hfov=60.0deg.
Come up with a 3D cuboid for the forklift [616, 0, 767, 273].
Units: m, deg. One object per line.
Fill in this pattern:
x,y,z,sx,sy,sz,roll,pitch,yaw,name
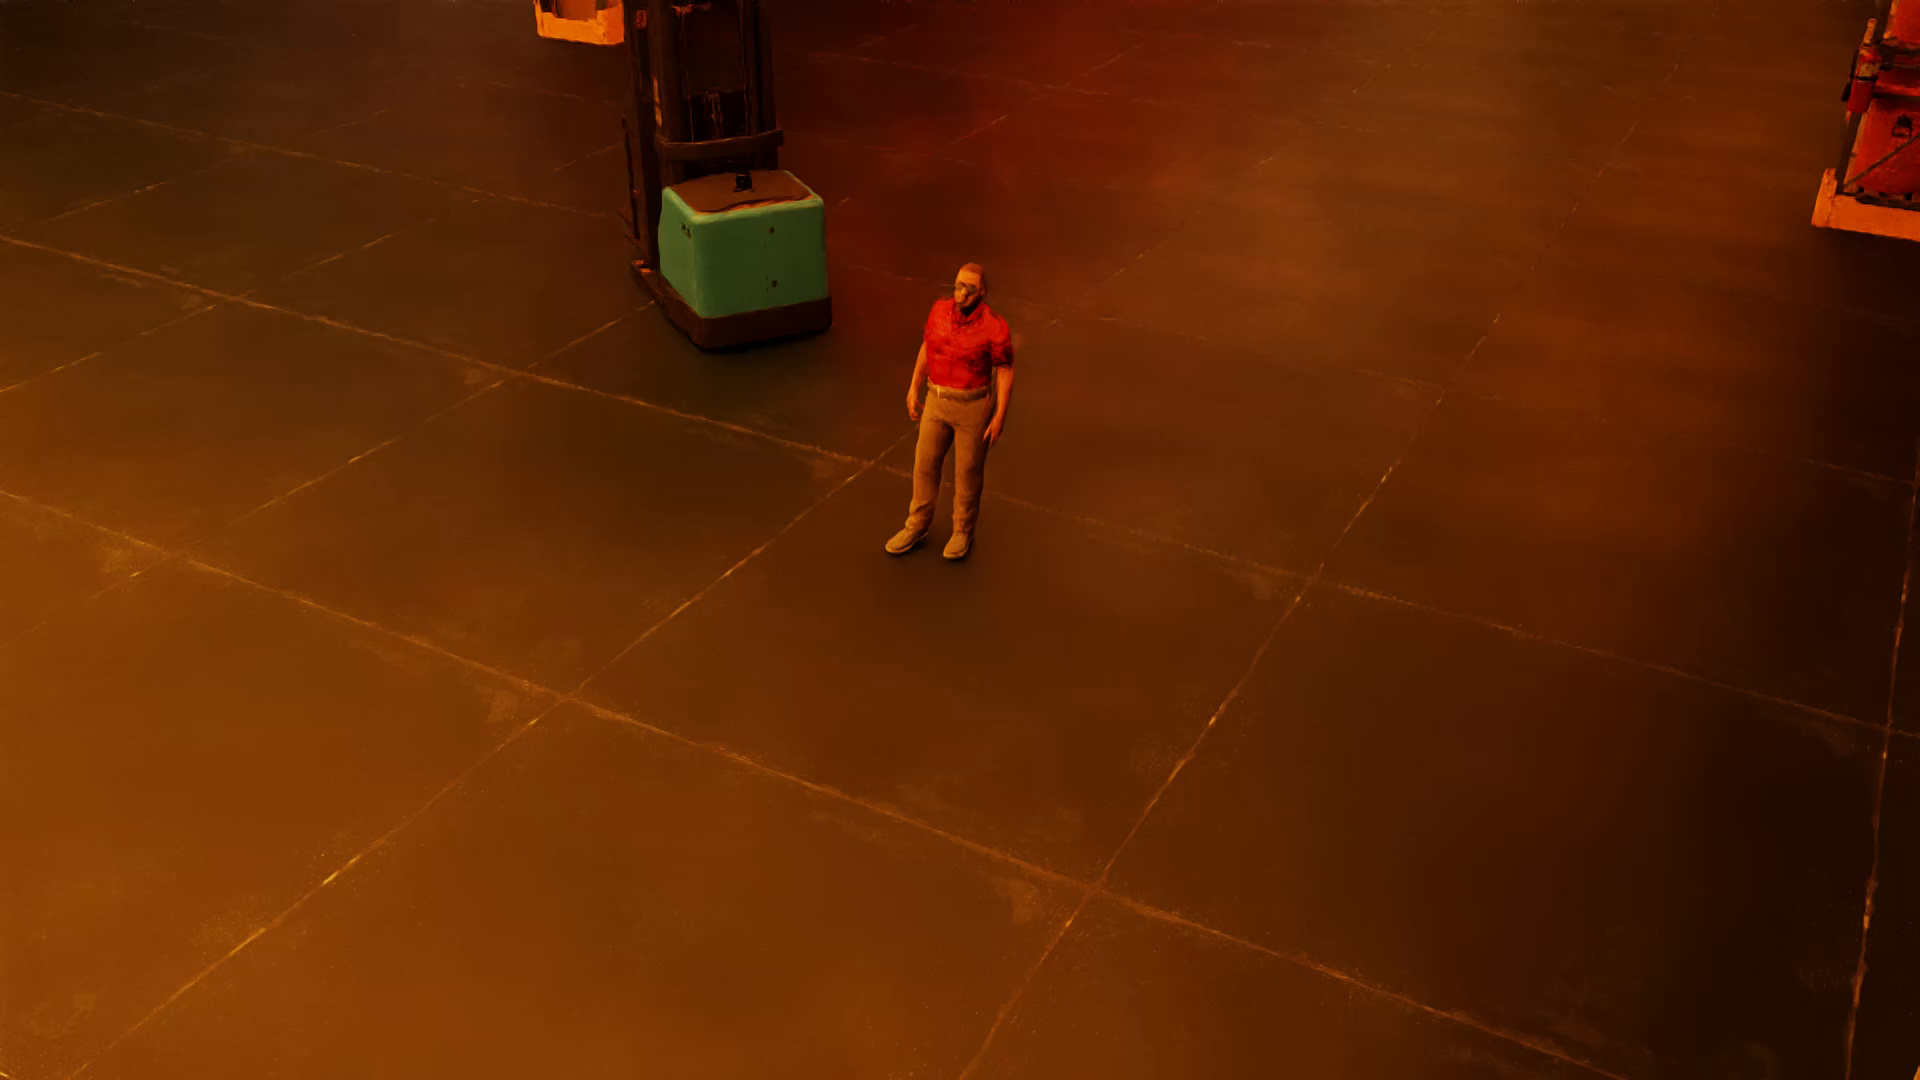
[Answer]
-2.110,-3.410,13.043,1.101,2.867,2.884,-13,33,-22,forklift
